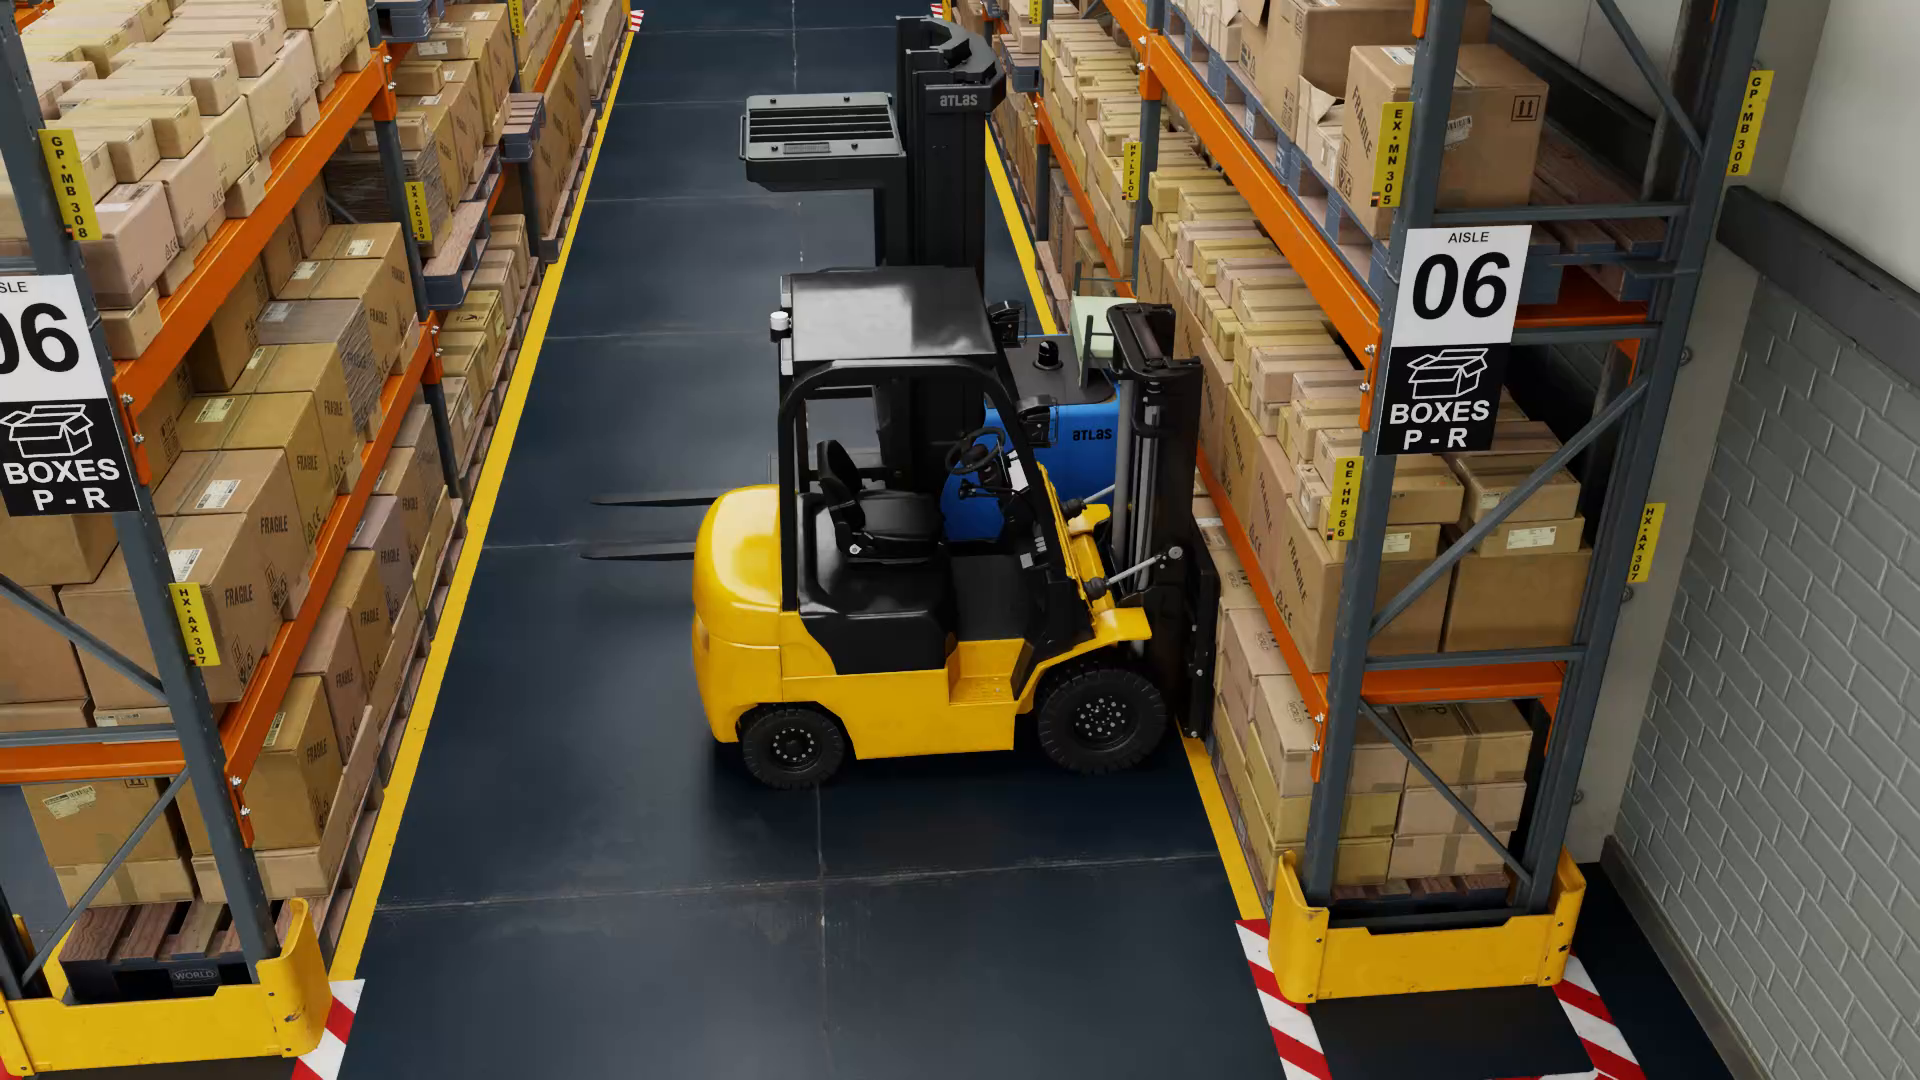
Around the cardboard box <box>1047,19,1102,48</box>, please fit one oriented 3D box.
[{"bbox_3d":[0.852,-3.789,12.439,0.380,0.149,0.250,-2,31,-3],"label":"cardboard box"}]

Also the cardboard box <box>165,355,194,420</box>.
[{"bbox_3d":[-3.533,-0.685,6.610,0.700,0.500,0.500,-3,31,-5],"label":"cardboard box"}]

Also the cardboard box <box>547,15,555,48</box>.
[{"bbox_3d":[-3.779,-4.384,14.311,0.500,0.250,0.500,-3,31,-5],"label":"cardboard box"}]

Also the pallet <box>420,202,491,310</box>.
[{"bbox_3d":[-3.379,-1.678,9.821,1.003,0.211,1.213,-3,31,-5],"label":"pallet"}]

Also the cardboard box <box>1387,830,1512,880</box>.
[{"bbox_3d":[2.012,1.180,7.122,0.500,0.250,0.500,-3,31,-4],"label":"cardboard box"}]

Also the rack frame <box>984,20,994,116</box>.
[{"bbox_3d":[0.742,-5.687,16.346,1.000,3.000,0.127,-3,31,-5],"label":"rack frame"}]

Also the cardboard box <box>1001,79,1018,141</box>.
[{"bbox_3d":[0.665,-4.010,15.567,0.500,0.500,0.500,-4,31,-6],"label":"cardboard box"}]

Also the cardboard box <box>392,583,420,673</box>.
[{"bbox_3d":[-3.027,0.458,8.331,0.500,0.250,0.500,-2,31,-4],"label":"cardboard box"}]

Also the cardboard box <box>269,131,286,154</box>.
[{"bbox_3d":[-3.097,-1.734,7.048,0.380,0.149,0.250,-2,31,-4],"label":"cardboard box"}]

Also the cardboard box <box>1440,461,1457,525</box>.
[{"bbox_3d":[2.004,-0.190,6.414,0.380,0.149,0.250,-3,31,-5],"label":"cardboard box"}]

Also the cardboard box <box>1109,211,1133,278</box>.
[{"bbox_3d":[1.182,-1.783,9.957,0.500,0.250,0.500,-2,31,-3],"label":"cardboard box"}]

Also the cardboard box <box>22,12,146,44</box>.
[{"bbox_3d":[-3.571,-2.046,6.794,0.380,0.149,0.250,-3,31,-5],"label":"cardboard box"}]

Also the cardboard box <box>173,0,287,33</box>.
[{"bbox_3d":[-3.092,-2.203,7.055,0.380,0.149,0.250,-3,31,-6],"label":"cardboard box"}]

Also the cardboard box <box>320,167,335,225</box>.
[{"bbox_3d":[-3.724,-1.939,9.274,0.500,0.500,0.500,-3,31,-6],"label":"cardboard box"}]

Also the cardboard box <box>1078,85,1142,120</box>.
[{"bbox_3d":[0.986,-2.870,10.901,0.380,0.149,0.250,-4,31,-6],"label":"cardboard box"}]

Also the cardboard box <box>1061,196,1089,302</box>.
[{"bbox_3d":[1.229,-2.153,12.336,0.875,0.625,0.625,-2,31,-3],"label":"cardboard box"}]

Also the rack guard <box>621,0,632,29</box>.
[{"bbox_3d":[-4.575,-6.429,20.026,1.175,0.500,0.348,-3,31,-5],"label":"rack guard"}]

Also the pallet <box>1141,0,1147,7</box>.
[{"bbox_3d":[1.394,-3.258,9.541,0.805,0.209,1.217,-4,31,-7],"label":"pallet"}]

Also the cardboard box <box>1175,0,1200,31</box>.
[{"bbox_3d":[1.325,-2.639,7.898,0.500,0.311,0.500,-2,31,-4],"label":"cardboard box"}]

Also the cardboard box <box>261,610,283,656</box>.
[{"bbox_3d":[-2.886,0.336,6.507,0.380,0.149,0.250,-4,31,-6],"label":"cardboard box"}]

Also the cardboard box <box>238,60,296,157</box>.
[{"bbox_3d":[-2.999,-1.724,6.642,0.500,0.250,0.500,-2,31,-4],"label":"cardboard box"}]

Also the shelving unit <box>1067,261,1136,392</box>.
[{"bbox_3d":[0.826,-0.739,9.497,0.431,1.500,0.755,2,32,-3],"label":"shelving unit"}]

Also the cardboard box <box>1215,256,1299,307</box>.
[{"bbox_3d":[1.423,-1.221,7.849,0.380,0.149,0.250,-3,31,-5],"label":"cardboard box"}]

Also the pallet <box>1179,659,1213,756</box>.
[{"bbox_3d":[1.639,0.627,8.495,1.003,0.211,1.213,-3,31,-5],"label":"pallet"}]

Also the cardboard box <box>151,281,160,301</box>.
[{"bbox_3d":[-2.900,-0.815,5.510,0.380,0.149,0.250,-4,31,-6],"label":"cardboard box"}]

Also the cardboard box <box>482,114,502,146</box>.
[{"bbox_3d":[-3.340,-2.793,11.336,0.380,0.149,0.250,-2,31,-4],"label":"cardboard box"}]

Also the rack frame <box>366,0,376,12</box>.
[{"bbox_3d":[-3.452,-3.938,7.569,1.000,3.000,0.127,-3,31,-5],"label":"rack frame"}]

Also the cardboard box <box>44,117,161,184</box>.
[{"bbox_3d":[-2.910,-1.293,5.532,0.380,0.149,0.250,-3,31,-5],"label":"cardboard box"}]

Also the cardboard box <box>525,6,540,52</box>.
[{"bbox_3d":[-3.674,-4.090,13.331,0.500,0.250,0.500,-2,31,-3],"label":"cardboard box"}]

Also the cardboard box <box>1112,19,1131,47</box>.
[{"bbox_3d":[1.348,-3.810,12.474,0.380,0.149,0.250,-2,31,-3],"label":"cardboard box"}]

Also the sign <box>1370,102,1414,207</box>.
[{"bbox_3d":[1.322,-1.175,5.082,0.100,0.325,0.005,-3,31,-5],"label":"sign"}]

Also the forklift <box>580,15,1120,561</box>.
[{"bbox_3d":[-0.621,-1.225,8.943,3.031,2.935,1.130,-3,31,-5],"label":"forklift"}]

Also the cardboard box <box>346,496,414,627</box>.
[{"bbox_3d":[-3.031,0.125,8.157,0.500,0.500,0.500,-1,31,-2],"label":"cardboard box"}]

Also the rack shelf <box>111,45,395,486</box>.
[{"bbox_3d":[-3.265,-1.321,6.813,1.077,0.370,4.000,-3,31,-5],"label":"rack shelf"}]

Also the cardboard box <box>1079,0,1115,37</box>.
[{"bbox_3d":[1.223,-4.138,13.247,0.500,0.500,0.500,-1,31,-2],"label":"cardboard box"}]

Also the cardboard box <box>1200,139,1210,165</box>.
[{"bbox_3d":[1.675,-2.381,10.081,0.380,0.149,0.250,-3,31,-5],"label":"cardboard box"}]

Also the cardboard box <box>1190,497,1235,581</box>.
[{"bbox_3d":[1.359,0.014,8.099,0.500,0.250,0.500,-3,31,-6],"label":"cardboard box"}]

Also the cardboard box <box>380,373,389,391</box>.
[{"bbox_3d":[-3.142,-0.842,8.479,0.380,0.149,0.250,-3,31,-4],"label":"cardboard box"}]

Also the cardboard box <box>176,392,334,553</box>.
[{"bbox_3d":[-2.947,-0.271,6.891,0.500,0.500,0.500,-3,31,-6],"label":"cardboard box"}]

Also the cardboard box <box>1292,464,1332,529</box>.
[{"bbox_3d":[1.499,-0.174,6.387,0.380,0.149,0.250,-2,31,-4],"label":"cardboard box"}]

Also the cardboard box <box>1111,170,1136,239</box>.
[{"bbox_3d":[1.189,-1.991,9.818,0.500,0.250,0.500,-3,31,-6],"label":"cardboard box"}]

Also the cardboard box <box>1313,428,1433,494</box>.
[{"bbox_3d":[1.566,-0.307,6.319,0.380,0.149,0.250,-3,31,-5],"label":"cardboard box"}]

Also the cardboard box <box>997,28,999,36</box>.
[{"bbox_3d":[0.571,-5.007,16.314,0.380,0.149,0.250,-3,31,-5],"label":"cardboard box"}]

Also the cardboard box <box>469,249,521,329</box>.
[{"bbox_3d":[-3.706,-1.792,11.978,0.950,0.372,0.625,-3,31,-6],"label":"cardboard box"}]

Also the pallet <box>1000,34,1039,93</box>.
[{"bbox_3d":[0.983,-3.905,13.550,1.213,0.211,1.003,-3,31,-5],"label":"pallet"}]

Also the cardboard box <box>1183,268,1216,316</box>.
[{"bbox_3d":[1.308,-1.221,8.140,0.380,0.149,0.250,-3,31,-5],"label":"cardboard box"}]

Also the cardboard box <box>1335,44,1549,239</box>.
[{"bbox_3d":[1.579,-1.329,5.520,0.500,0.500,0.500,-2,31,-3],"label":"cardboard box"}]

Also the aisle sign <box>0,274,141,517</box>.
[{"bbox_3d":[-2.764,-0.420,4.993,0.394,0.787,0.004,-3,31,-5],"label":"aisle sign"}]

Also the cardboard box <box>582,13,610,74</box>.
[{"bbox_3d":[-4.236,-5.310,17.805,0.875,0.438,0.875,-4,31,-6],"label":"cardboard box"}]

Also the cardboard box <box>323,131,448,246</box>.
[{"bbox_3d":[-3.210,-1.967,9.321,0.500,0.500,0.500,-2,31,-3],"label":"cardboard box"}]

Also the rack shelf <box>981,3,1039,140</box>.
[{"bbox_3d":[0.929,-4.357,14.821,1.077,0.370,4.000,-3,31,-5],"label":"rack shelf"}]

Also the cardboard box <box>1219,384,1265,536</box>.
[{"bbox_3d":[1.468,-0.369,7.345,0.500,0.500,0.500,-3,31,-6],"label":"cardboard box"}]
